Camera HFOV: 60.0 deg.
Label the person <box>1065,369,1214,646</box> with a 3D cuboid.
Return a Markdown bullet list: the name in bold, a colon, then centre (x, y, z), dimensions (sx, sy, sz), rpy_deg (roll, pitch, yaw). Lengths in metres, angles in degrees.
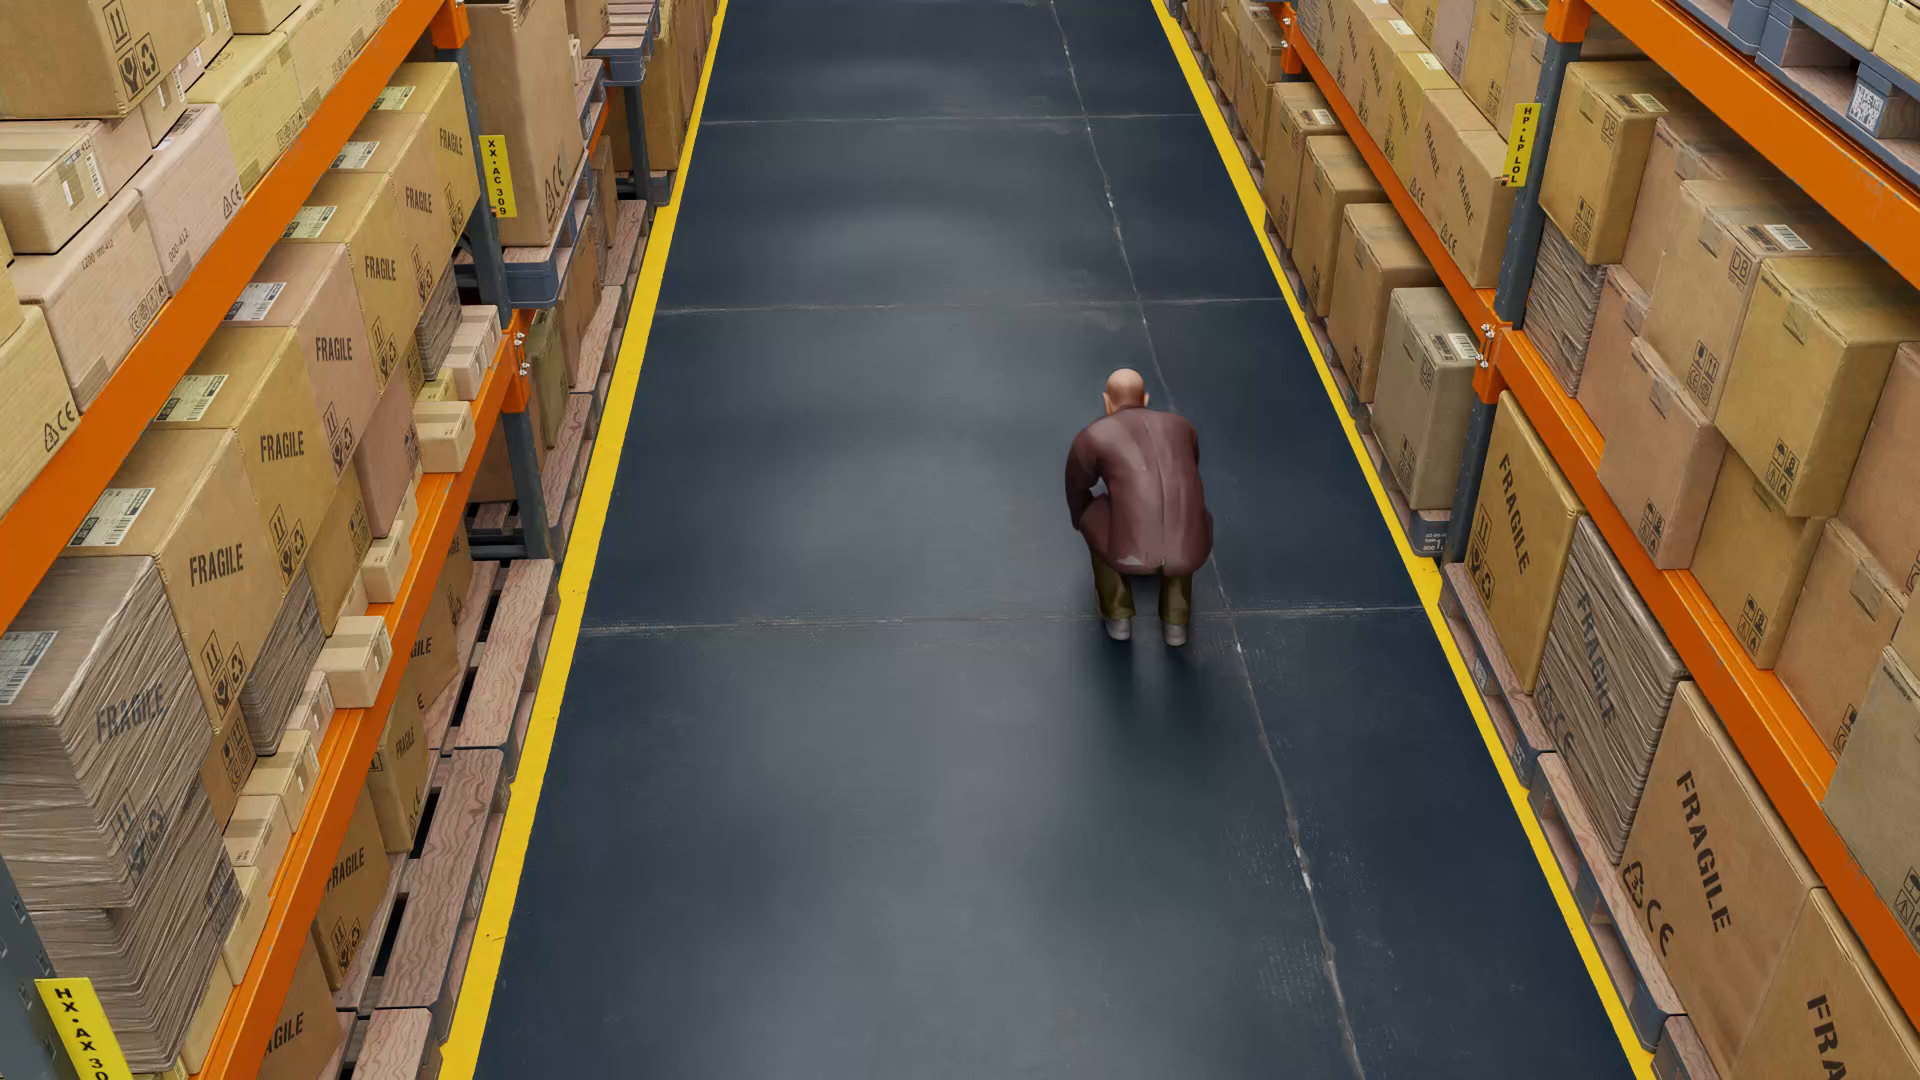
- **person**: centre (0.758, -0.113, 7.020), dimensions (0.610, 0.981, 0.900), rpy_deg (-2, 35, -2)
